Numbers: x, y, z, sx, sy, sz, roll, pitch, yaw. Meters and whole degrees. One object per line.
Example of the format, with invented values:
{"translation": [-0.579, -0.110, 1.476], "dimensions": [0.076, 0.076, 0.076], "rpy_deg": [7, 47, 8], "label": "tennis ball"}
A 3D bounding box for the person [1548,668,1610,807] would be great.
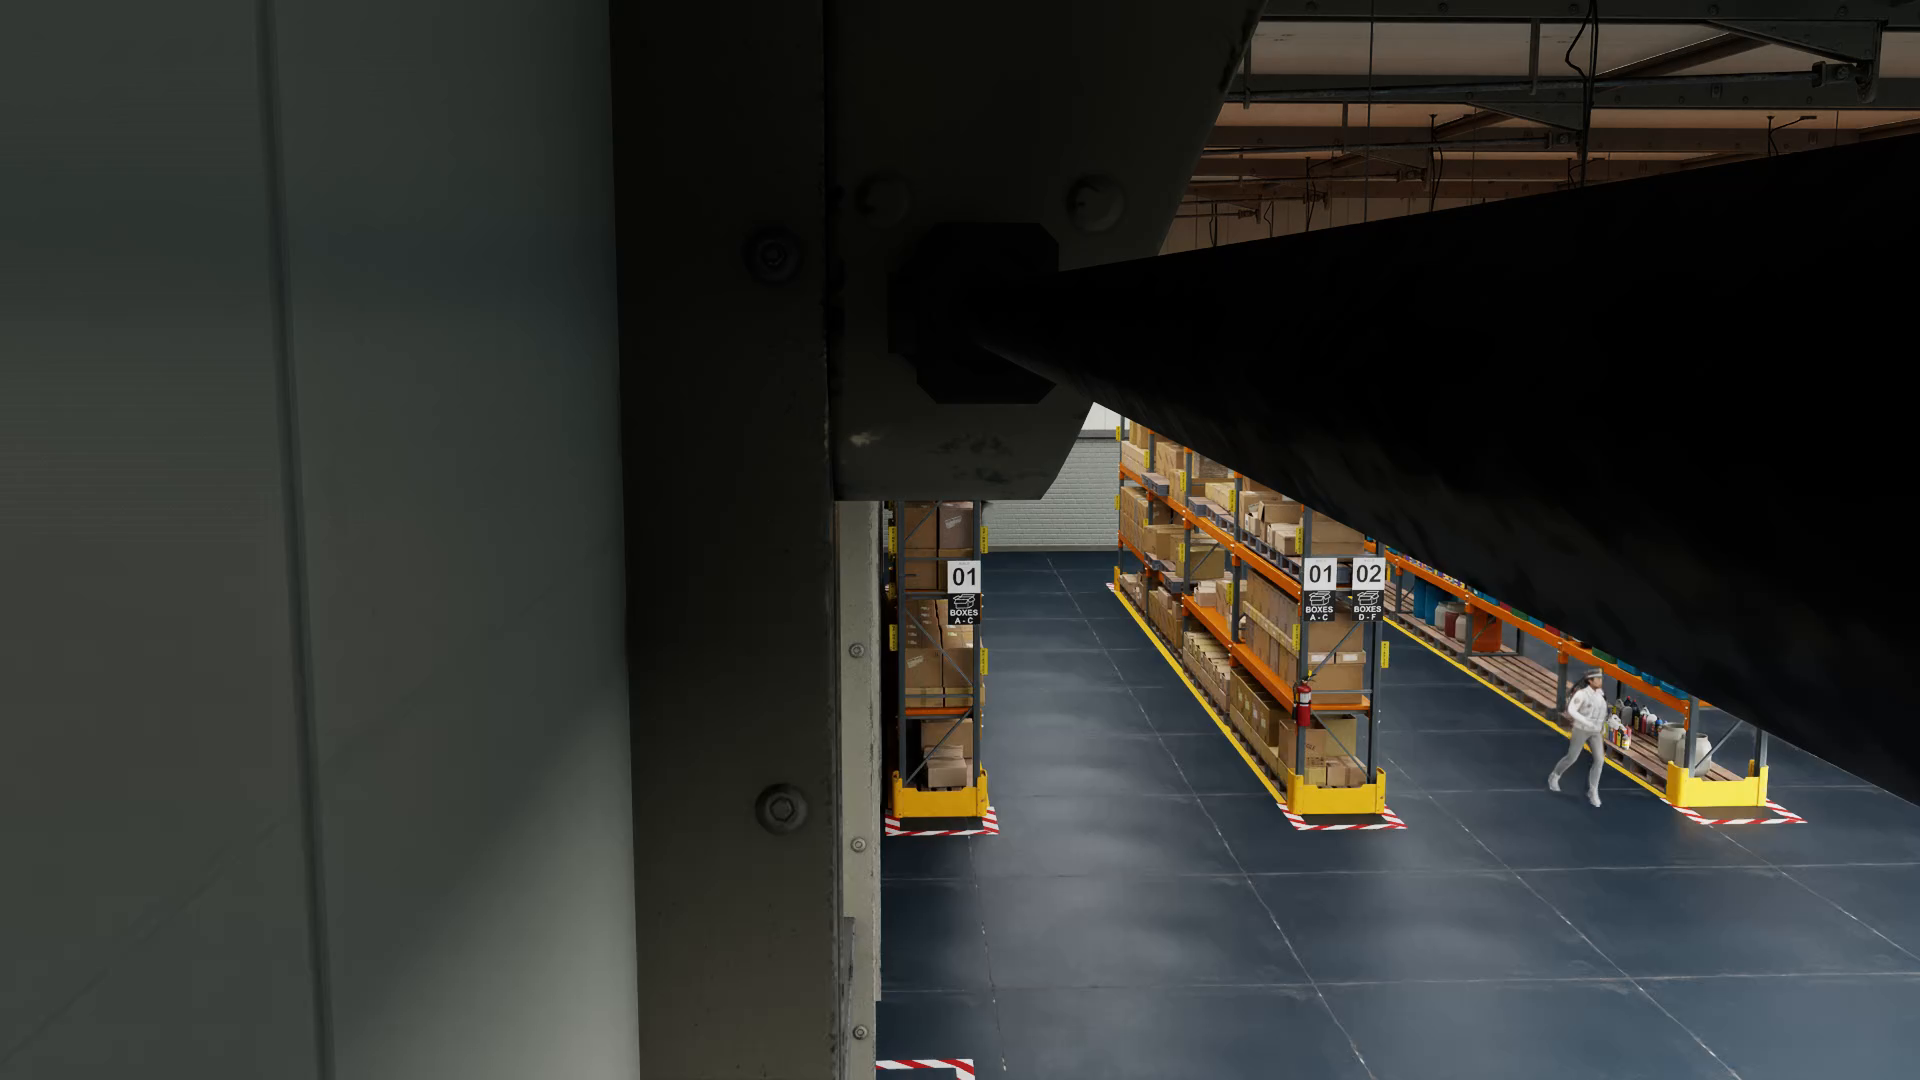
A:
{"translation": [8.005, 2.467, 21.217], "dimensions": [0.644, 1.706, 0.824], "rpy_deg": [-3, 9, -20], "label": "person"}
